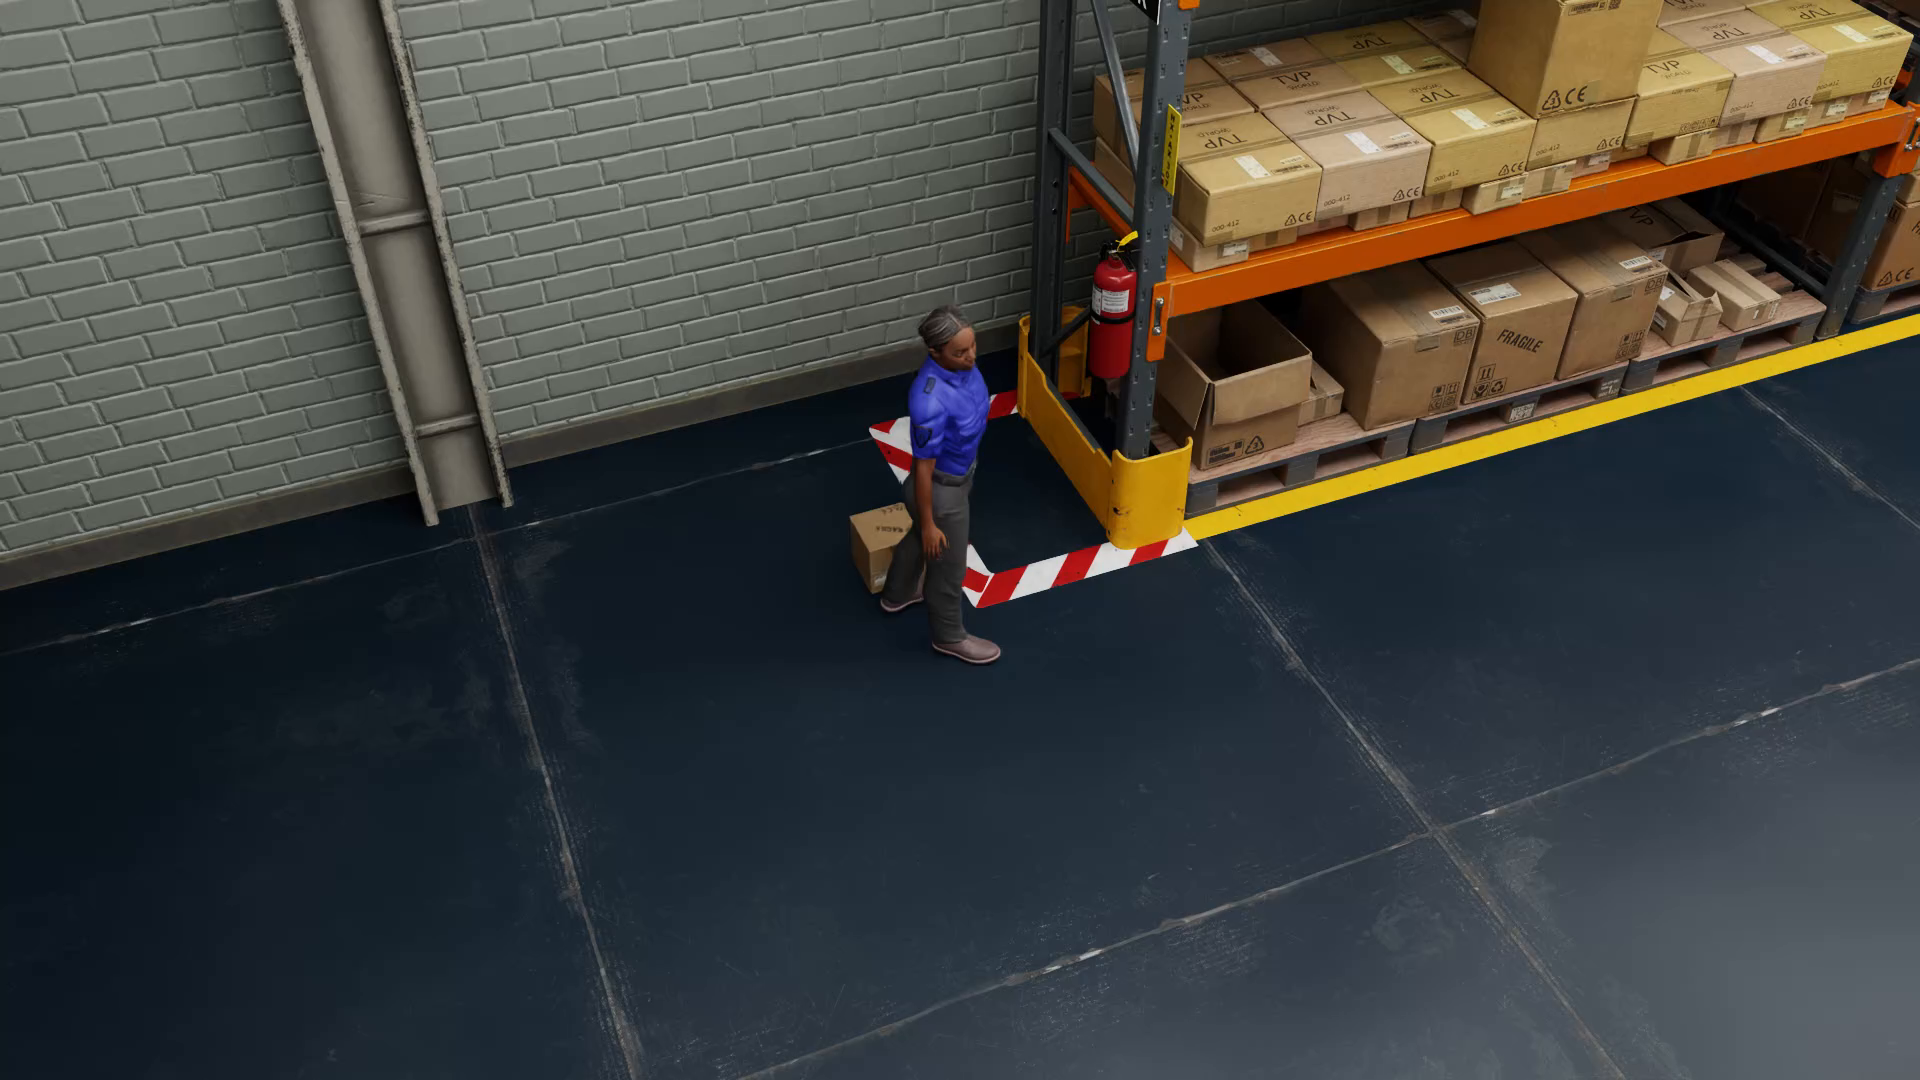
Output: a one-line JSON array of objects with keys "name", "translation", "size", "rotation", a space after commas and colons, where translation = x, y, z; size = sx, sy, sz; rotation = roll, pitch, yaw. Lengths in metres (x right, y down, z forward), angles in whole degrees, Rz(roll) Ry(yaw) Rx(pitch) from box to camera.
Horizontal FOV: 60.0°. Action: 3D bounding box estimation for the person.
[{"name": "person", "translation": [-0.085, -0.220, 6.403], "size": [0.555, 1.651, 0.583], "rotation": [8, 43, 9]}]
